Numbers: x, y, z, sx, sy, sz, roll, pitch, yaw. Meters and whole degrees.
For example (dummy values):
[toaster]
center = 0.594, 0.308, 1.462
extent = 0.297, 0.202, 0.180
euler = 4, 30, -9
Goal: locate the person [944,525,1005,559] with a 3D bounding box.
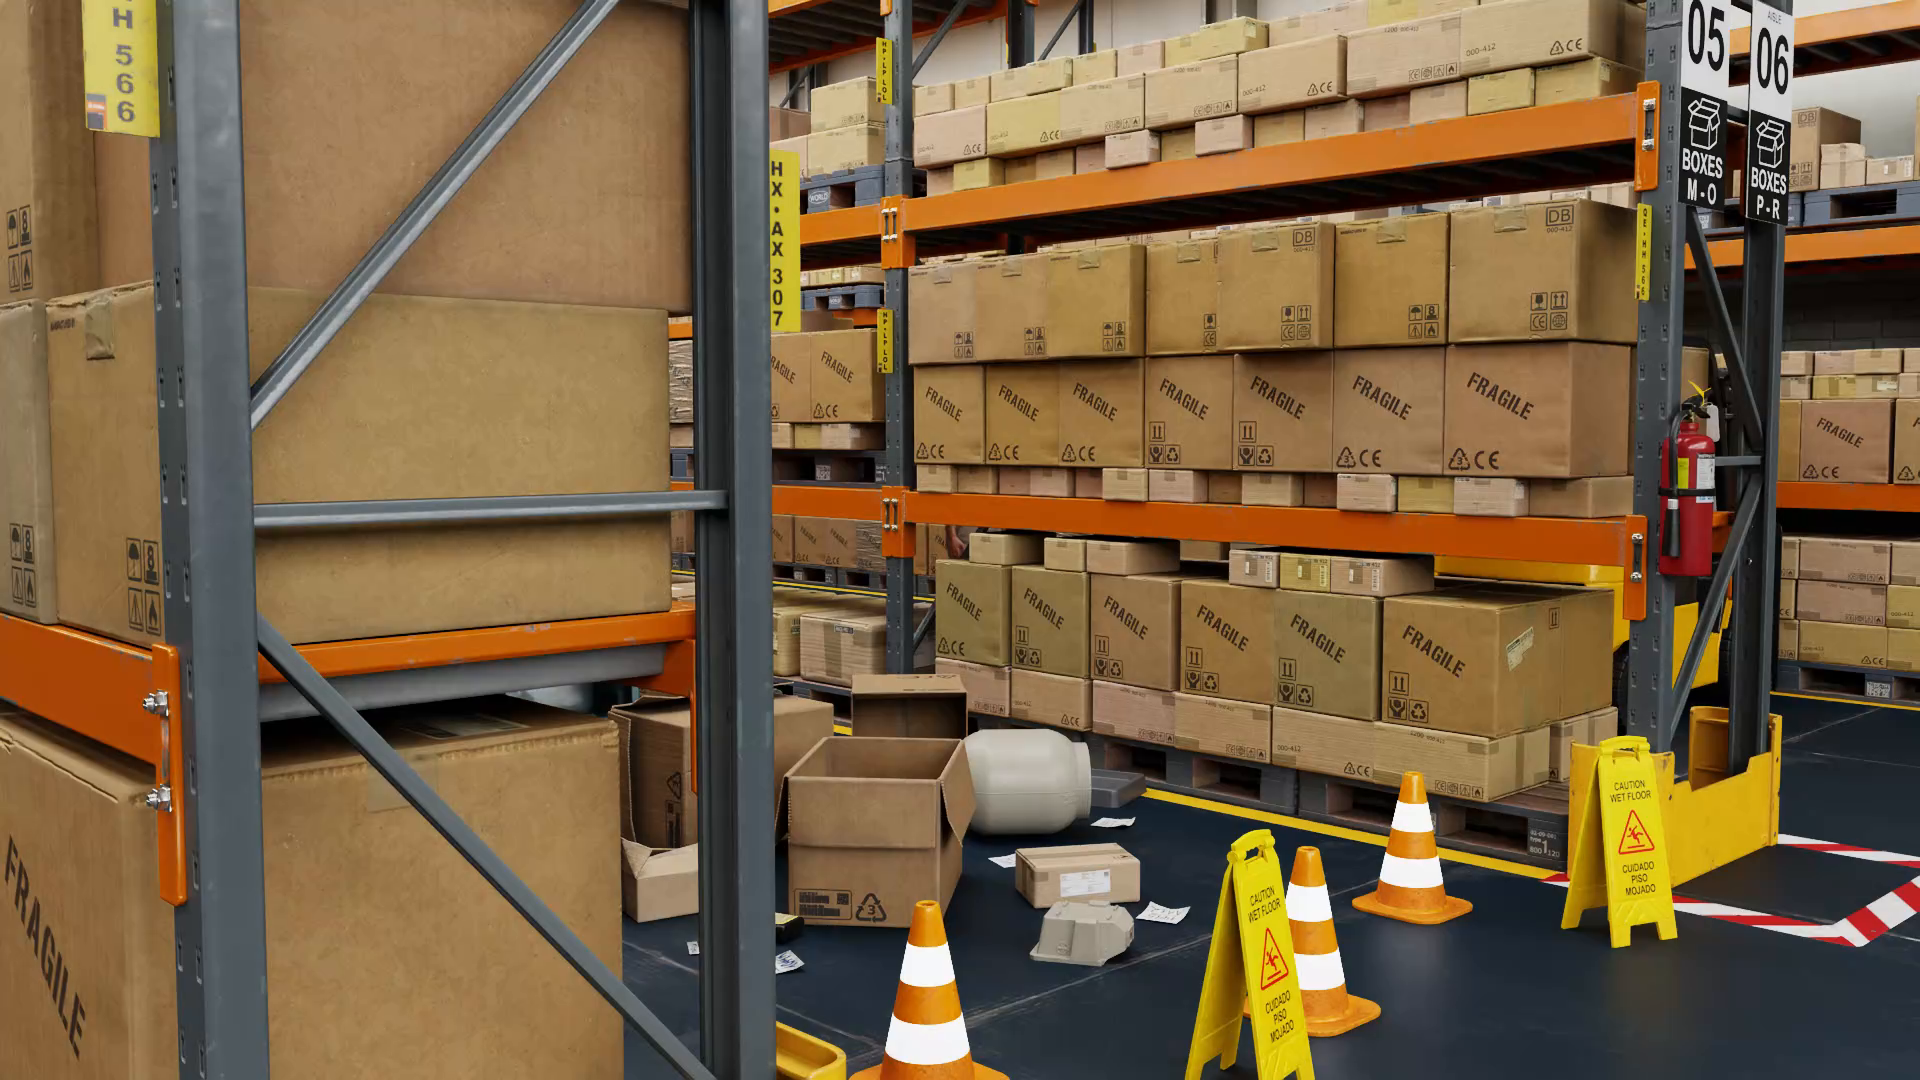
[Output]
[person]
center = 0.129, 0.000, 11.385
extent = 0.584, 1.726, 0.399
euler = -4, 5, -44
